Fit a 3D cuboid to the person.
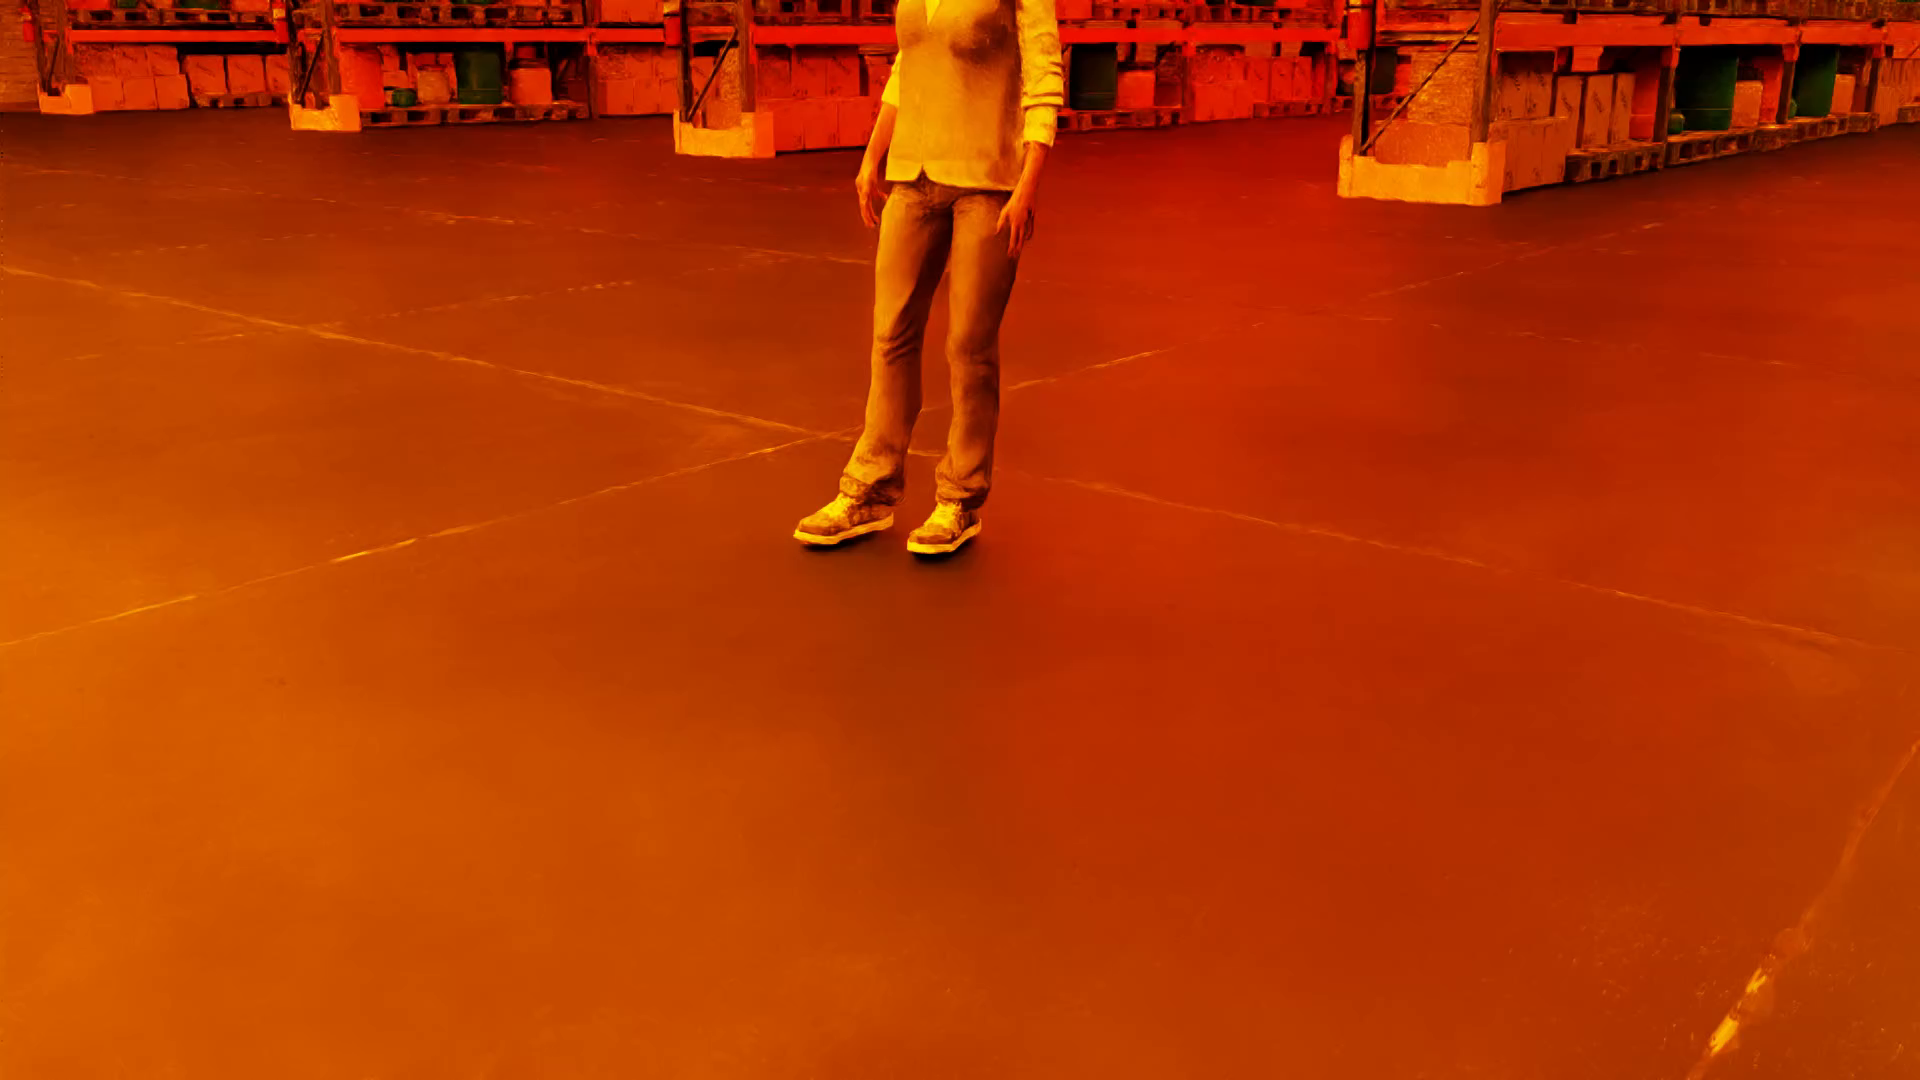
[{"bbox_3d":[-0.058,-0.757,3.662,0.521,1.597,0.474,13,21,37],"label":"person"}]
